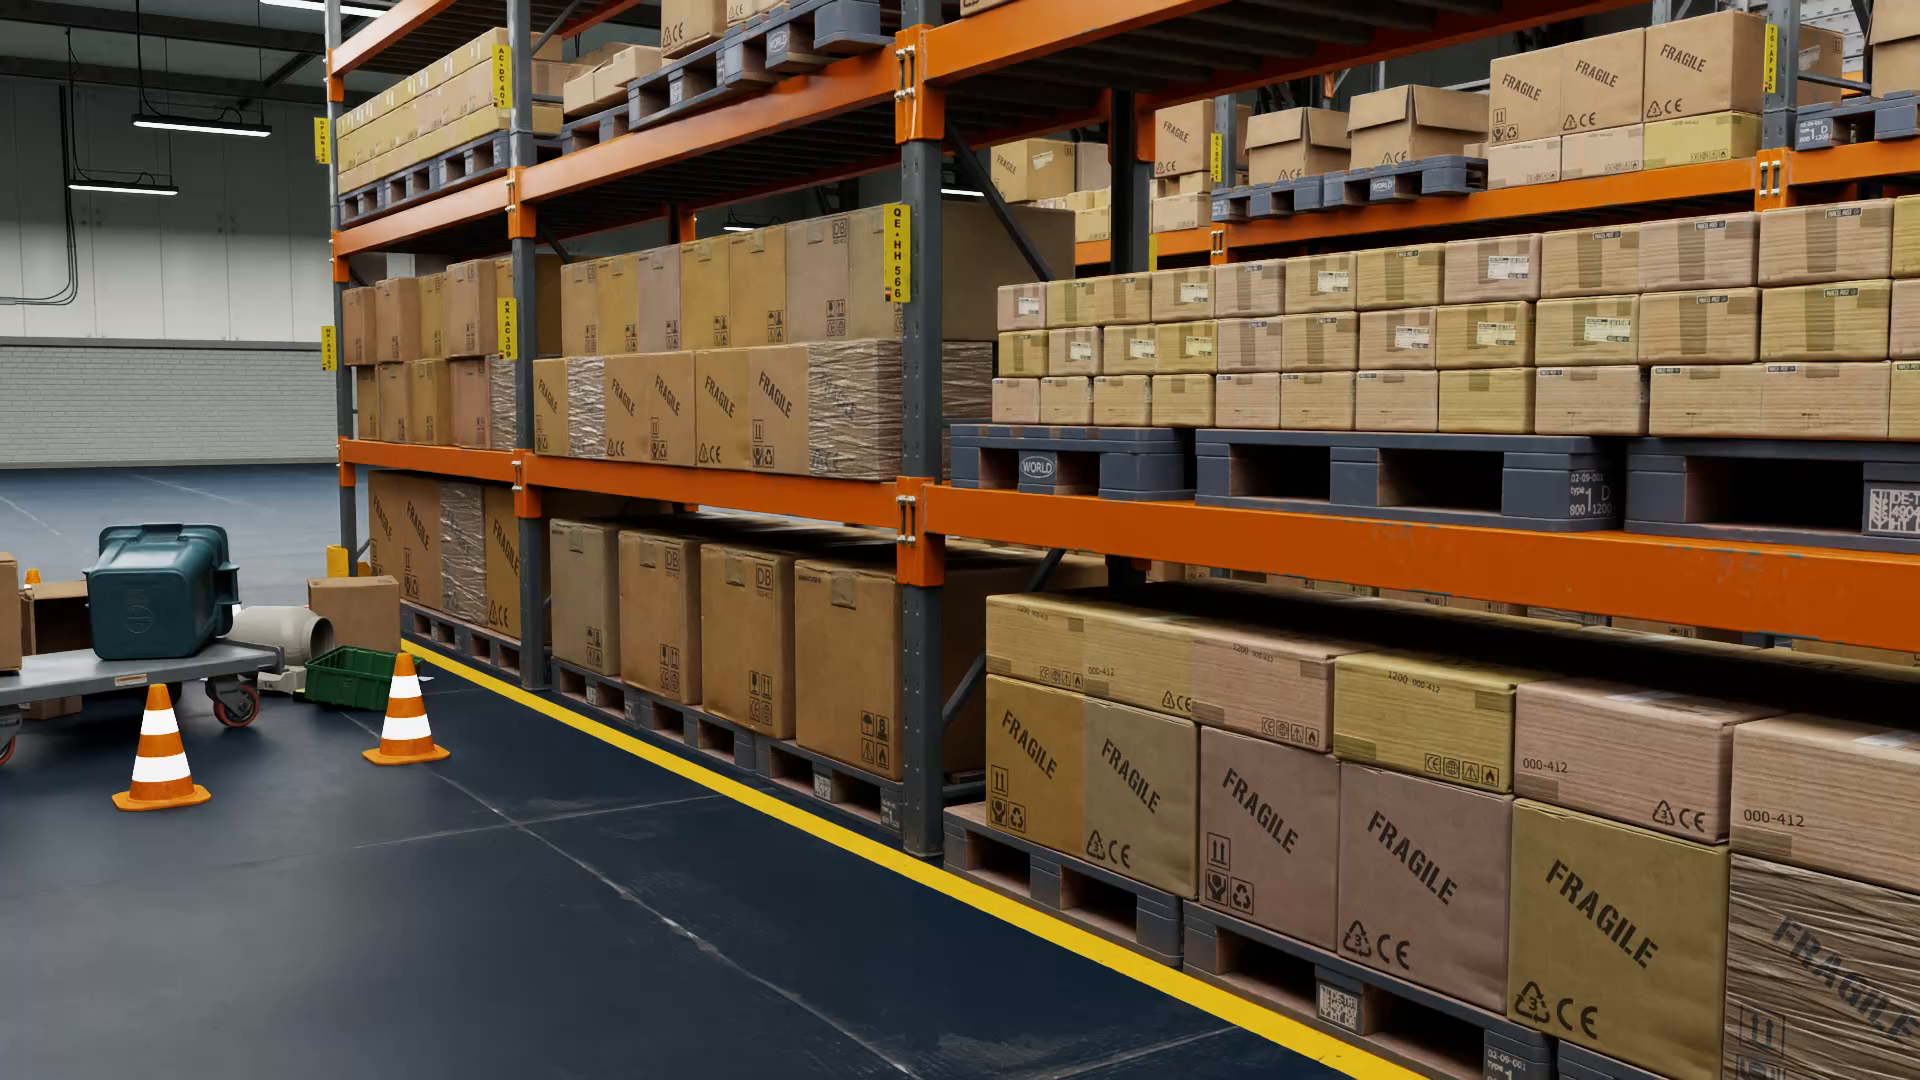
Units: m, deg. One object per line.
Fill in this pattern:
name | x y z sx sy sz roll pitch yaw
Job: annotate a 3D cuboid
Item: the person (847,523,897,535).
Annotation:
person | -0.479 -0.040 9.969 0.486 1.711 0.388 -4 7 -43
